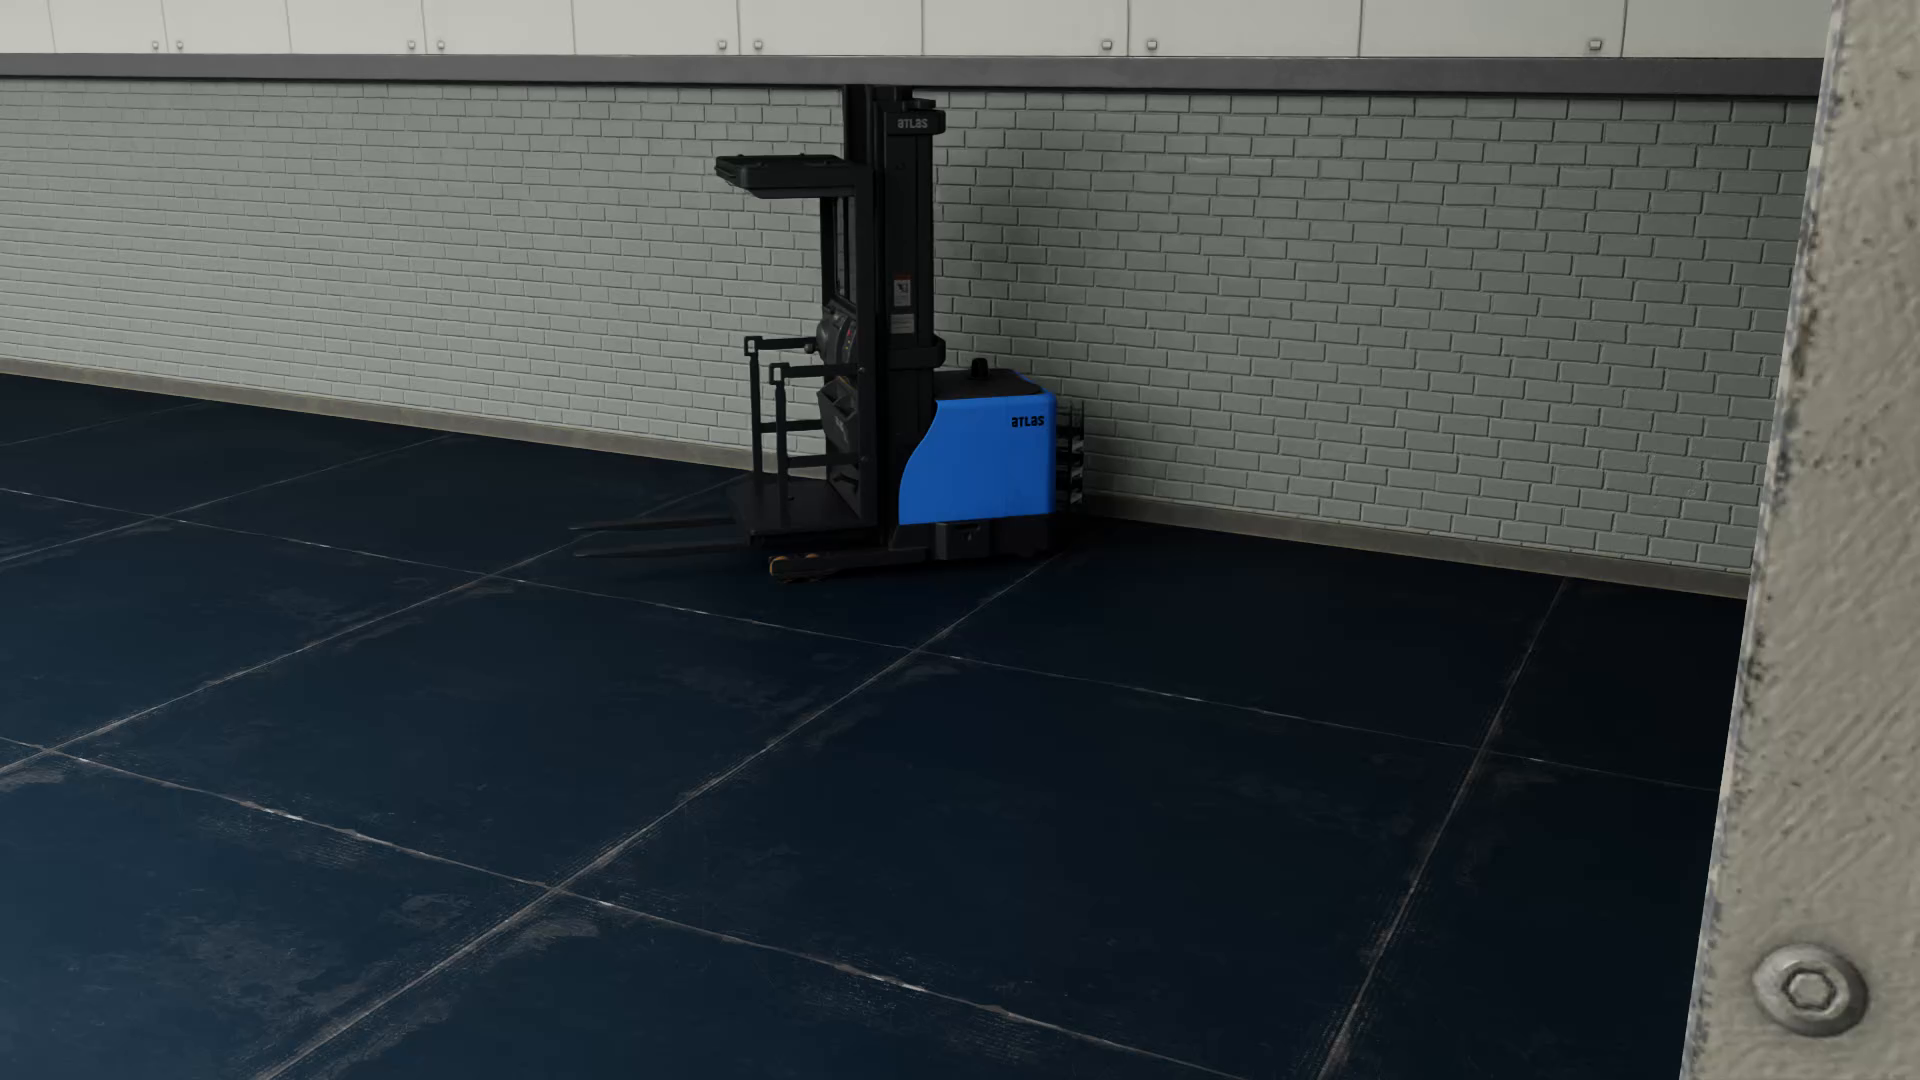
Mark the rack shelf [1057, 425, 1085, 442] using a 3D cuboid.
[{"bbox_3d":[0.673,-0.710,11.068,0.258,0.077,0.200,8,17,25],"label":"rack shelf"}]

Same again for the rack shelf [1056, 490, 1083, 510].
[{"bbox_3d":[0.669,-0.276,11.189,0.258,0.077,0.200,8,17,25],"label":"rack shelf"}]

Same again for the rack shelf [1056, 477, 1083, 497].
[{"bbox_3d":[0.670,-0.363,11.164,0.258,0.077,0.200,8,17,25],"label":"rack shelf"}]

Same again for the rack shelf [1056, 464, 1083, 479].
[{"bbox_3d":[0.671,-0.450,11.140,0.258,0.077,0.200,8,17,25],"label":"rack shelf"}]

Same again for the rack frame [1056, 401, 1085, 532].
[{"bbox_3d":[0.716,-0.506,11.219,0.240,0.900,0.006,8,17,25],"label":"rack frame"}]

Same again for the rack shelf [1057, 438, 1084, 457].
[{"bbox_3d":[0.672,-0.623,11.092,0.258,0.077,0.200,8,17,25],"label":"rack shelf"}]

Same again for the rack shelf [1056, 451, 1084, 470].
[{"bbox_3d":[0.671,-0.536,11.116,0.258,0.077,0.200,8,17,25],"label":"rack shelf"}]

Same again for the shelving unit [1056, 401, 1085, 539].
[{"bbox_3d":[0.671,-0.482,11.131,0.258,0.900,0.210,8,17,25],"label":"shelving unit"}]

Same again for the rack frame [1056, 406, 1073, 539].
[{"bbox_3d":[0.626,-0.458,11.044,0.240,0.900,0.006,8,17,25],"label":"rack frame"}]

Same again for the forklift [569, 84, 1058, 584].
[{"bbox_3d":[-0.949,-1.305,10.342,3.031,2.935,1.130,-5,17,-15],"label":"forklift"}]
